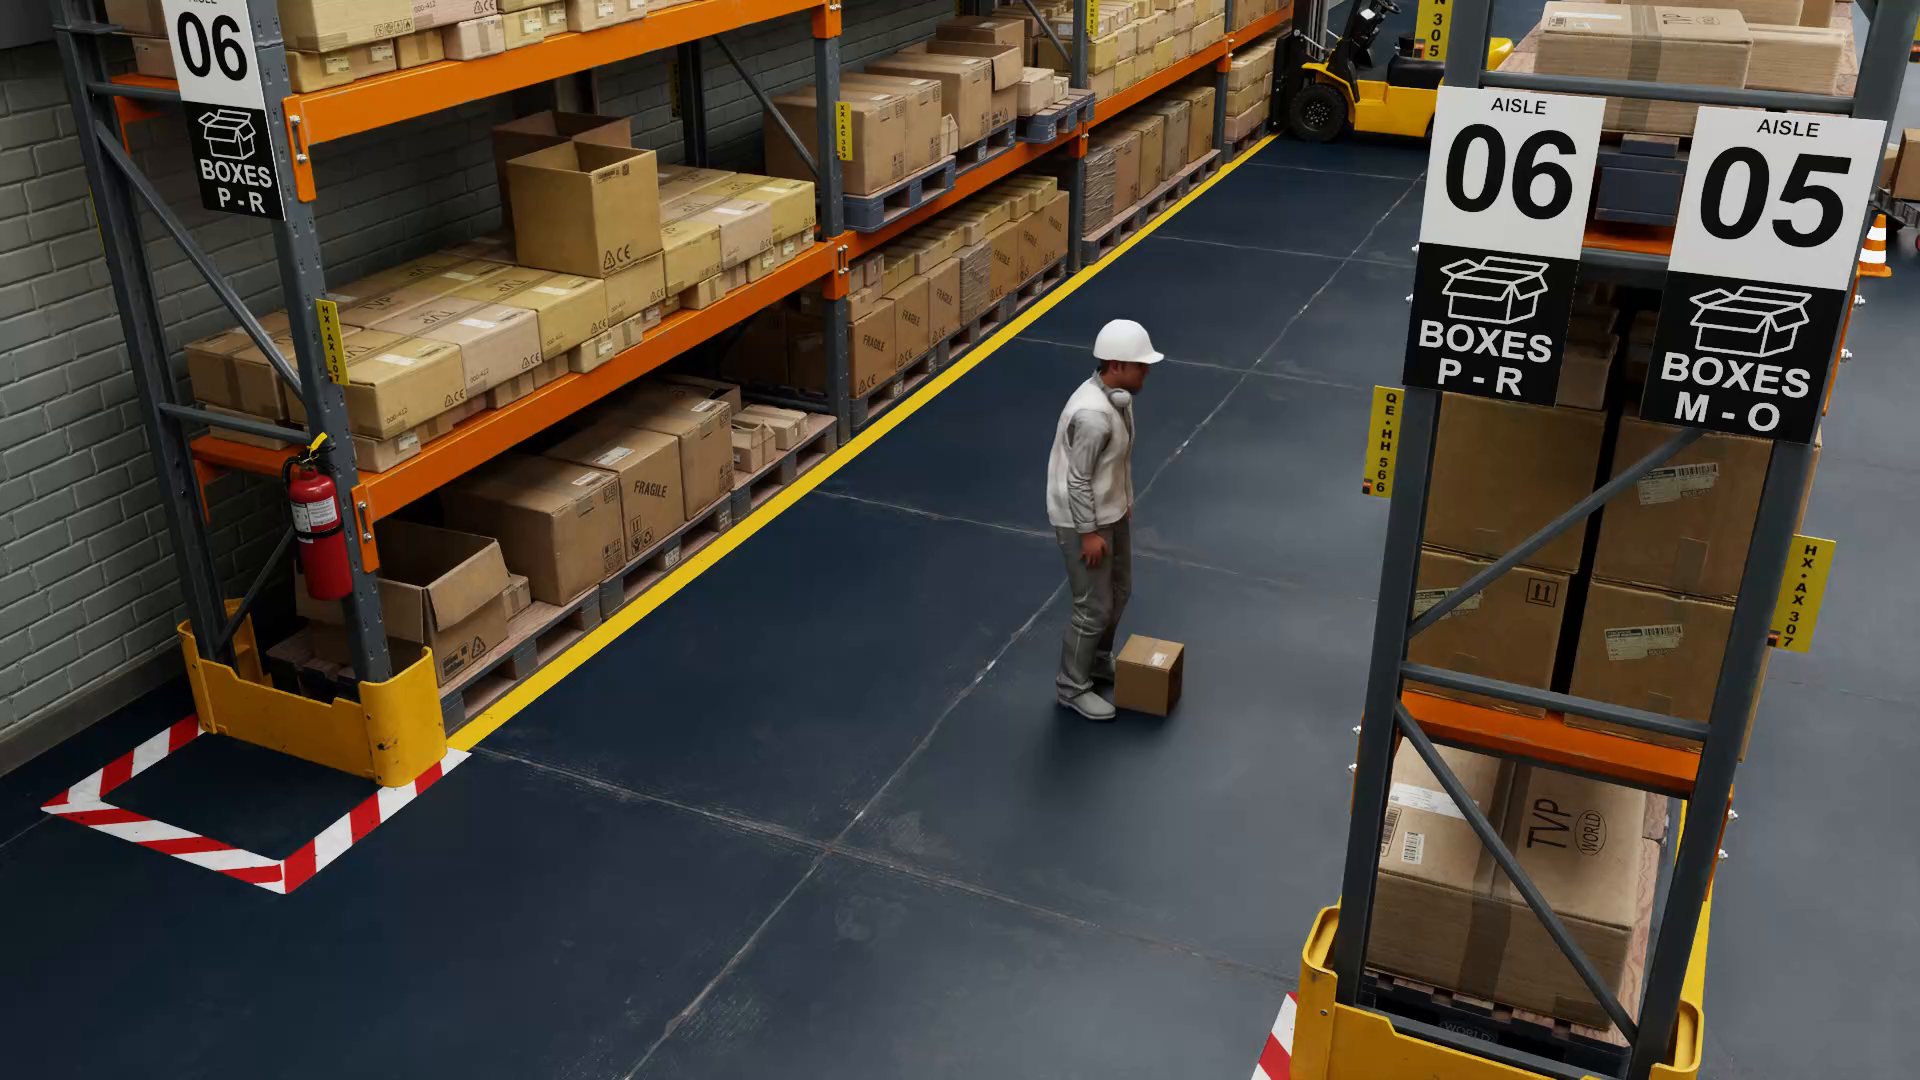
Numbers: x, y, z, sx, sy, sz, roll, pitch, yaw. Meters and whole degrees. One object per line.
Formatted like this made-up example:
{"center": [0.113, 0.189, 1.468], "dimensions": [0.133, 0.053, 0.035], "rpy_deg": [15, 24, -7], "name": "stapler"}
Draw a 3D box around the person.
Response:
{"center": [0.619, -0.116, 7.320], "dimensions": [0.465, 1.770, 0.592], "rpy_deg": [9, 28, 19], "name": "person"}
